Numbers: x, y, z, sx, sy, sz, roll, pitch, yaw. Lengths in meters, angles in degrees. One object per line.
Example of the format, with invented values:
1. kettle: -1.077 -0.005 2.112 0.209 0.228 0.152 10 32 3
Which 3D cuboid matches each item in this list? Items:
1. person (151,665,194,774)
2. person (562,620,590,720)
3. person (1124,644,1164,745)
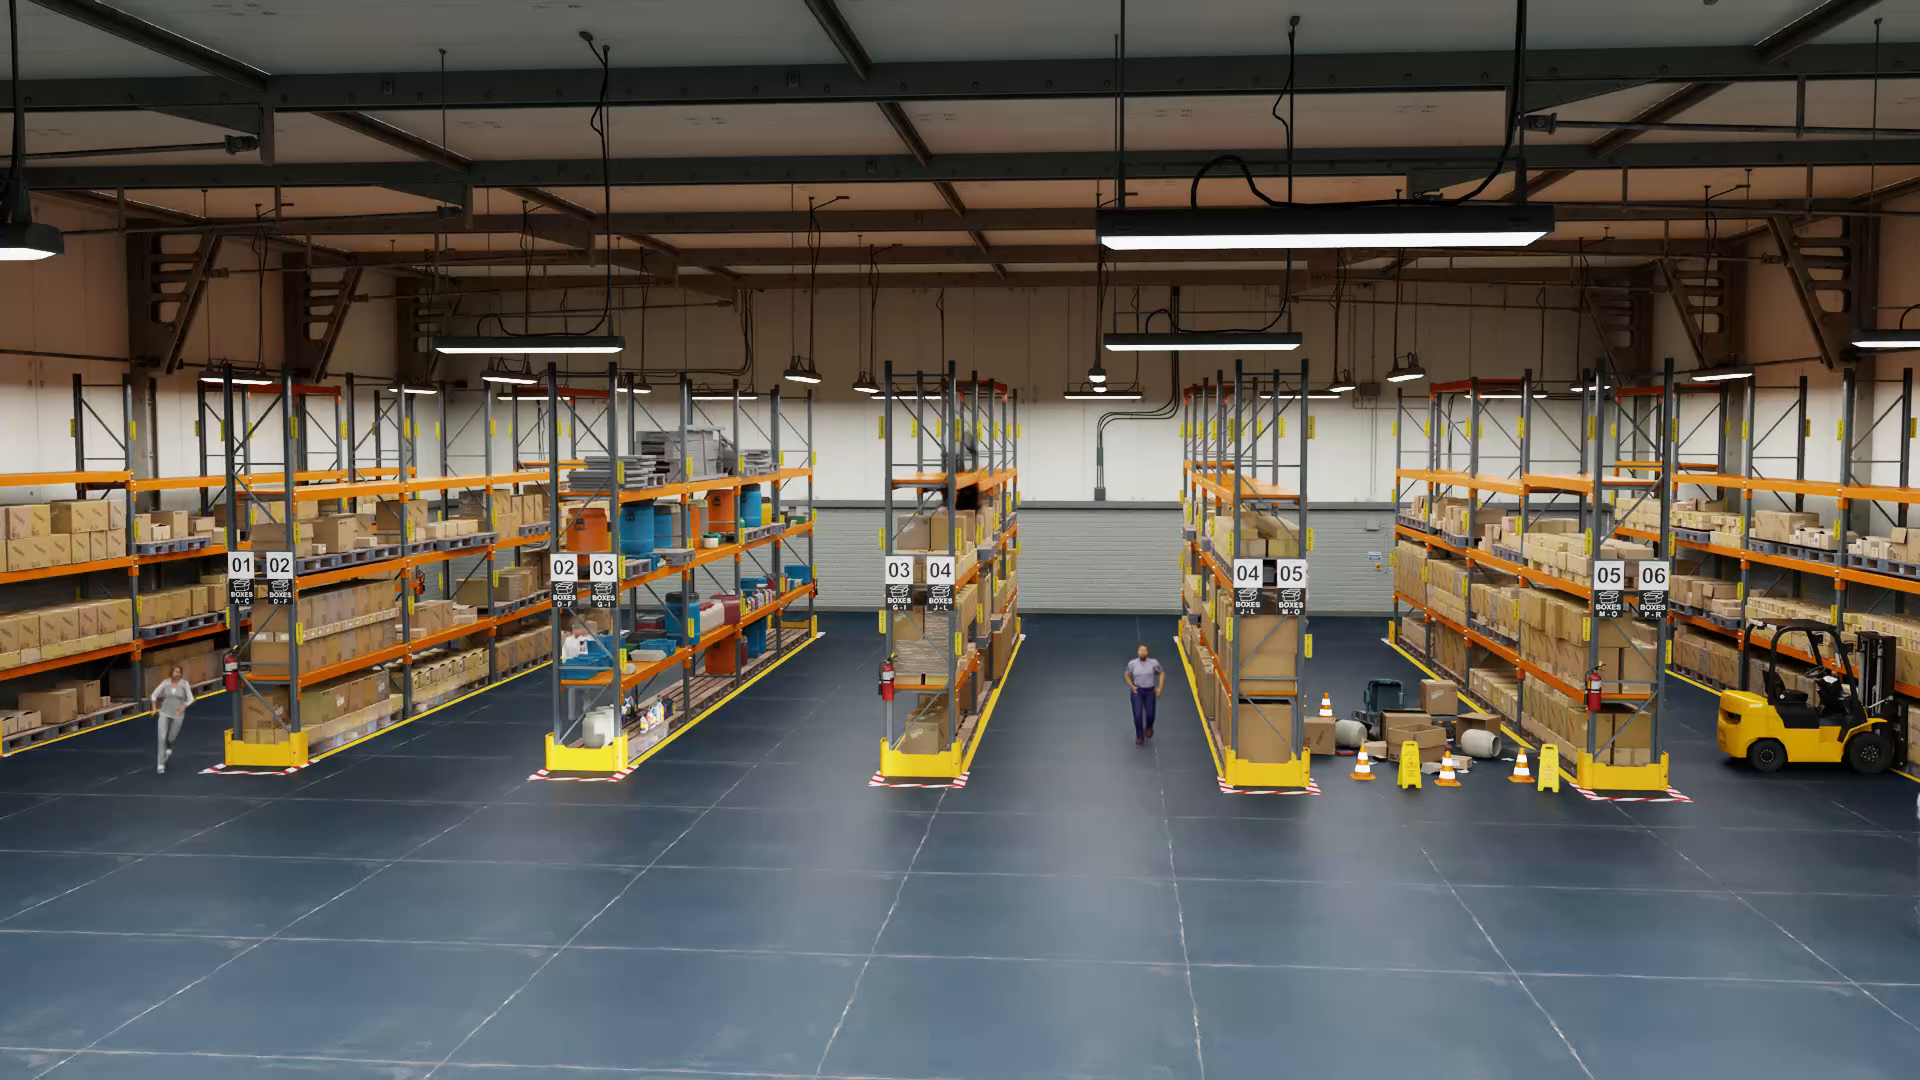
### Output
1. person: -11.662 2.620 24.636 0.582 1.565 0.708 -1 4 -22
2. person: -6.658 2.231 28.942 0.611 1.681 0.940 0 4 -2
3. person: 2.930 2.462 26.546 0.619 1.606 0.534 0 4 4
